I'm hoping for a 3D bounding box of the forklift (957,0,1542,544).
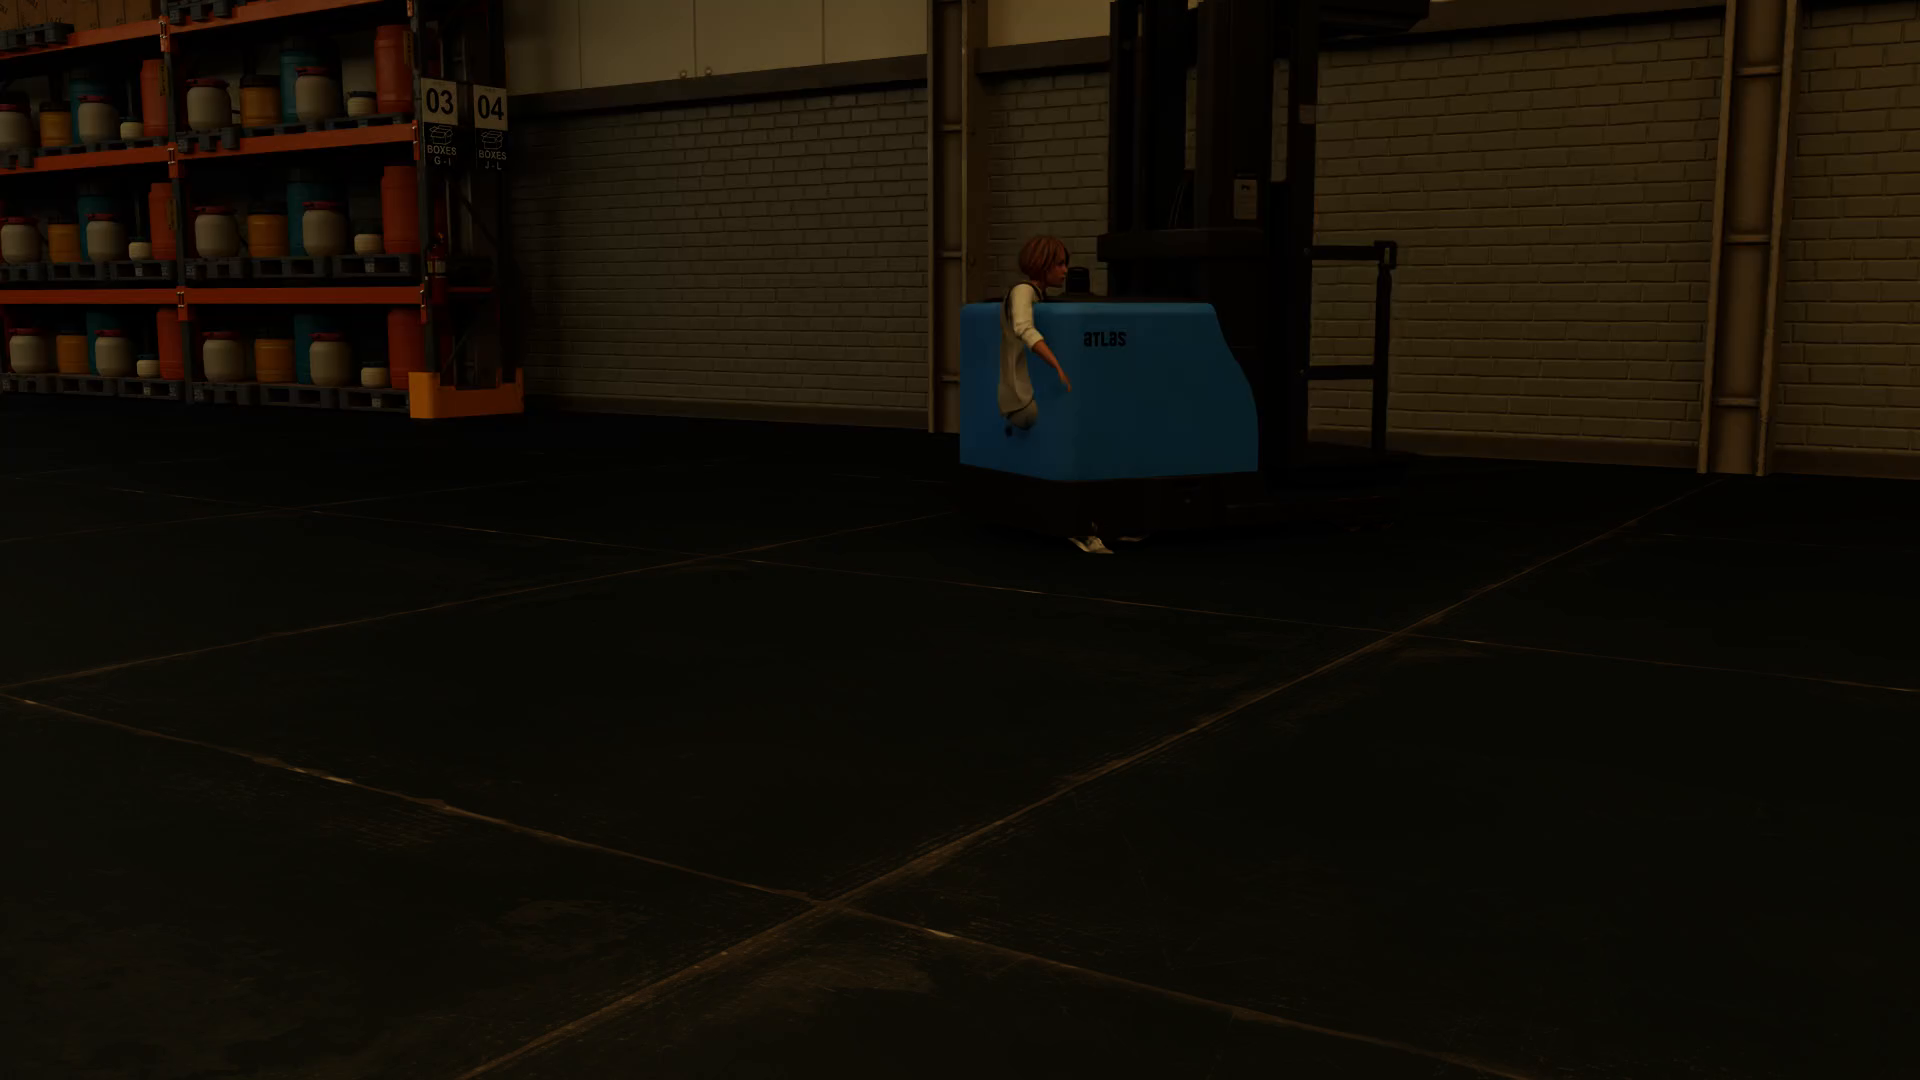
[{"bbox_3d":[1.535,-1.551,8.098,3.031,2.935,1.130,-4,9,-27],"label":"forklift"}]

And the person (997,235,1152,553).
[{"bbox_3d":[0.522,-0.641,7.444,0.692,1.410,0.688,1,8,10],"label":"person"}]
